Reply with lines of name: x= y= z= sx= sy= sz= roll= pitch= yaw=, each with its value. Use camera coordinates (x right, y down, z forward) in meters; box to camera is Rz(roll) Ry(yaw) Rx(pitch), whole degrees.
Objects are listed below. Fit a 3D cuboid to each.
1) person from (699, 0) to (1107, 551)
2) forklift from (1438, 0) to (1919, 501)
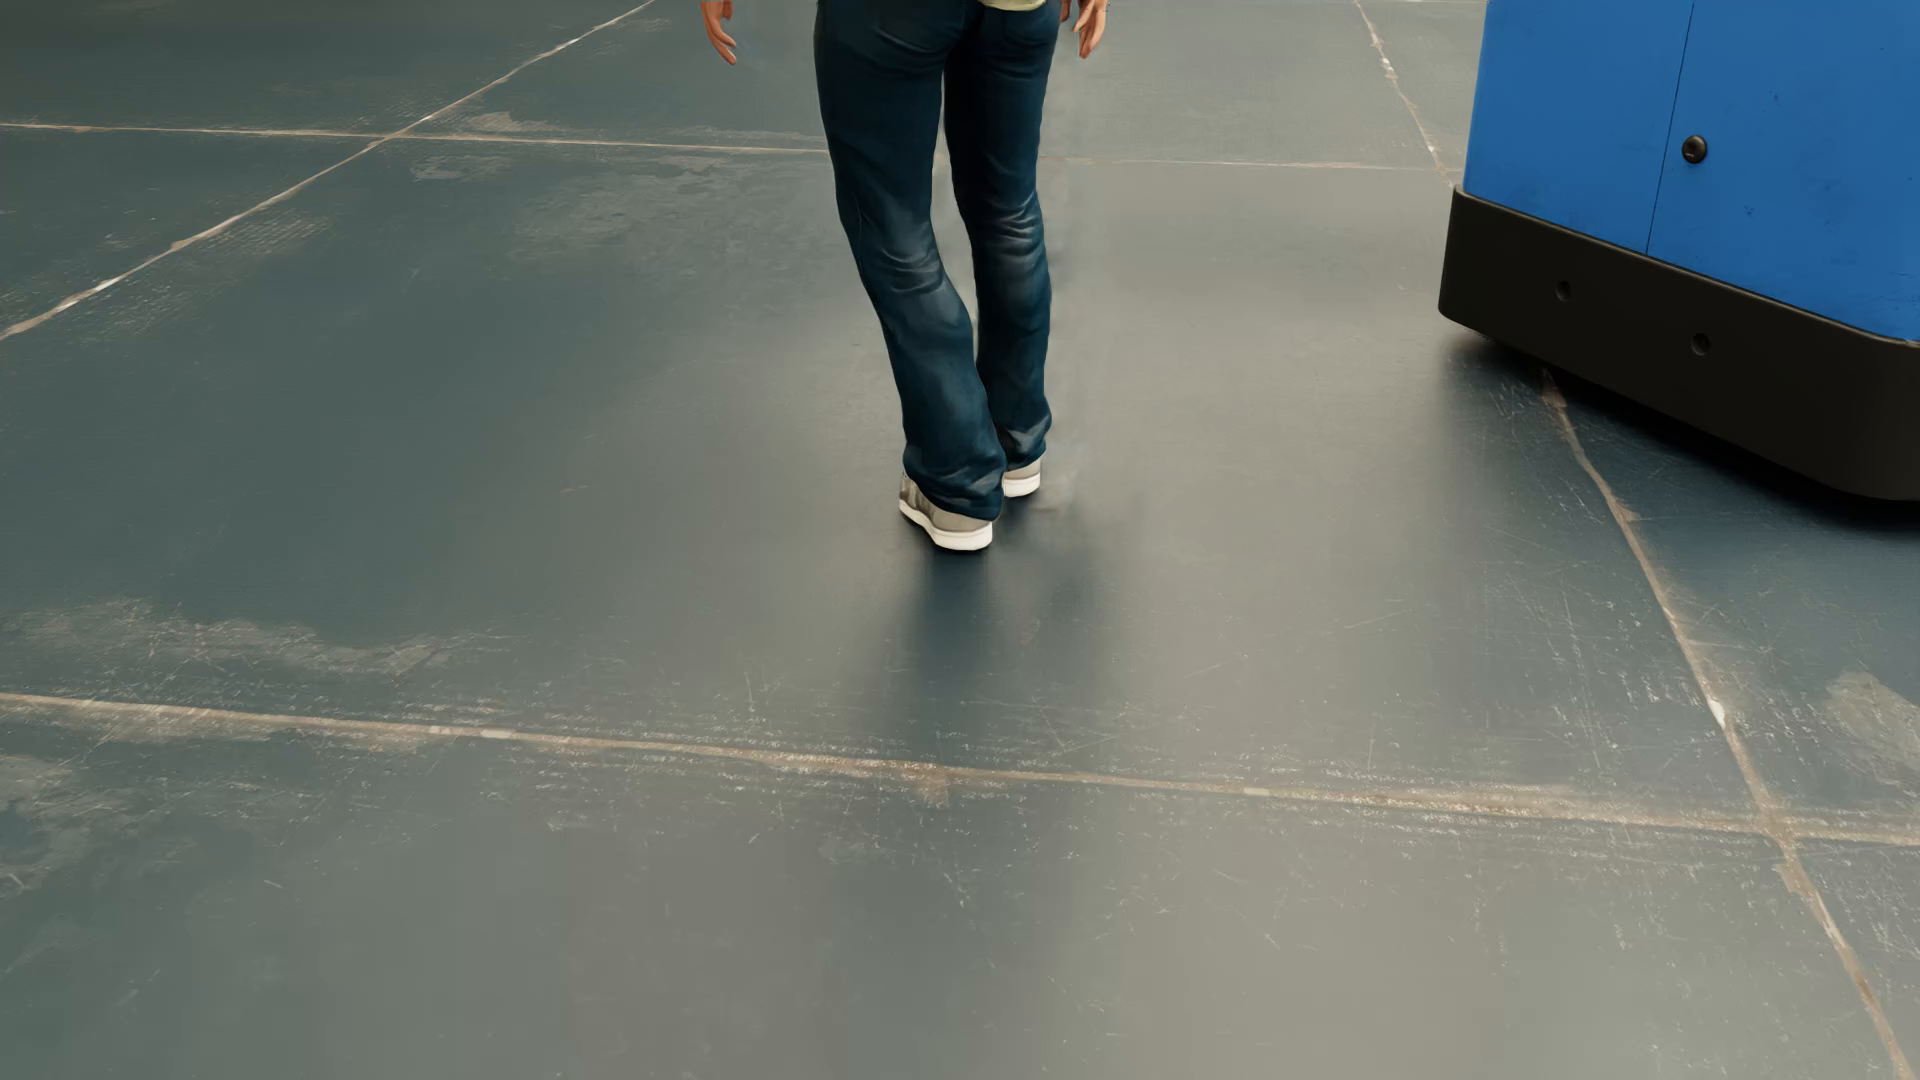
person: x=-0.050 y=-0.752 z=2.233 sx=0.573 sy=1.587 sz=0.405 roll=-15 pitch=30 yaw=-27
forklift: x=2.485 y=-1.791 z=2.807 sx=3.031 sy=2.935 sz=1.130 roll=-12 pitch=29 yaw=-23
